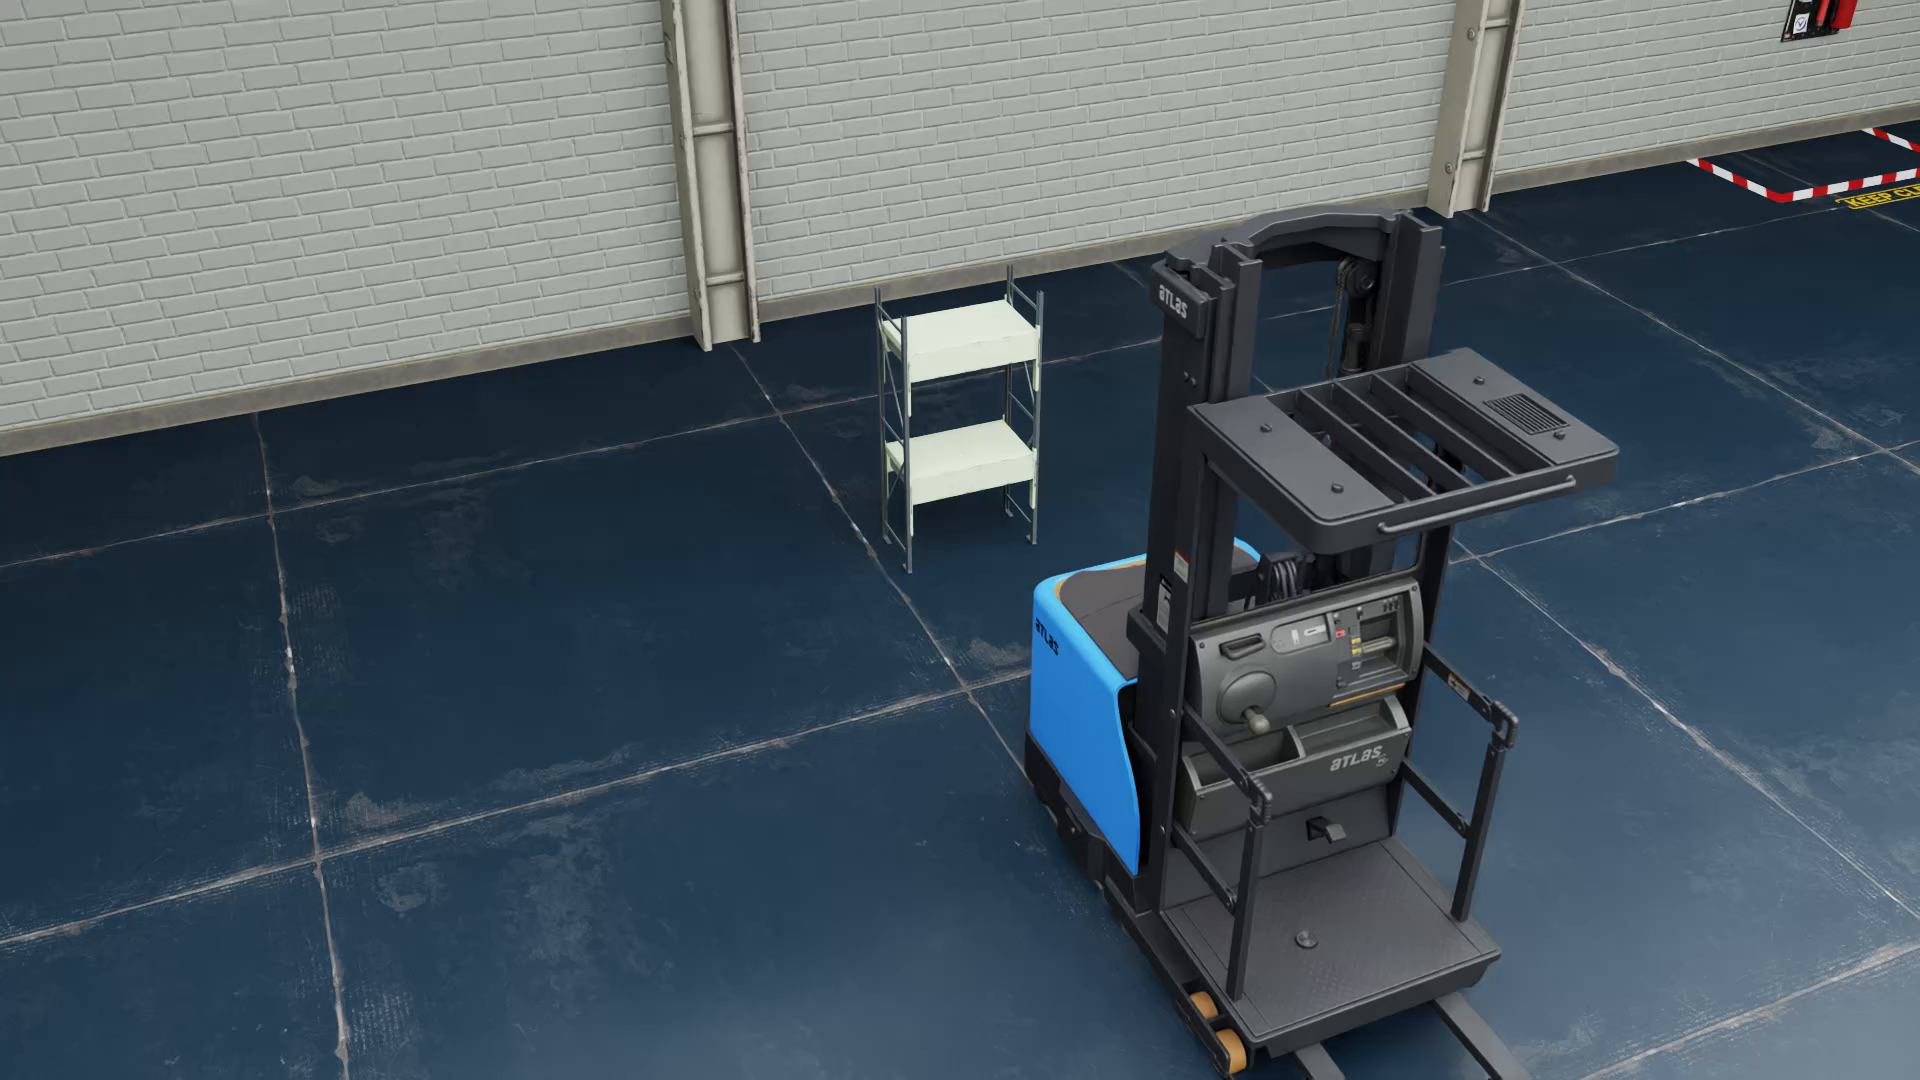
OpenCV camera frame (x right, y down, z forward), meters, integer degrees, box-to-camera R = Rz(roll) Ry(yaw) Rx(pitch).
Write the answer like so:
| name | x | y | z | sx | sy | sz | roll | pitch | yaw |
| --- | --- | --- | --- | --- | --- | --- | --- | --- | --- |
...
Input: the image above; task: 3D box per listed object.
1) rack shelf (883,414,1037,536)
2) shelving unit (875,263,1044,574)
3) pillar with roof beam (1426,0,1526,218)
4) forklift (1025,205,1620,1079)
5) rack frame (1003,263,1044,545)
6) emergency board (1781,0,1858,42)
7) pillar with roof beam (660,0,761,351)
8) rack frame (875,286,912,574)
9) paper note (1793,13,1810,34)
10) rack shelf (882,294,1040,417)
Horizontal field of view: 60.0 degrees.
| name | x | y | z | sx | sy | sz | roll | pitch | yaw |
| --- | --- | --- | --- | --- | --- | --- | --- | --- | --- |
| rack shelf | -0.006 | -0.354 | 8.935 | 0.720 | 0.370 | 0.431 | -13 | 35 | -19 |
| shelving unit | -0.006 | -0.627 | 8.757 | 0.755 | 1.500 | 0.431 | -13 | 35 | -19 |
| pillar with roof beam | 5.613 | -4.252 | 7.451 | 0.400 | 9.000 | 9.100 | -13 | 35 | -19 |
| forklift | 1.334 | 0.475 | 5.750 | 1.130 | 2.935 | 3.031 | -13 | 35 | -19 |
| rack frame | 0.331 | -0.705 | 8.876 | 0.023 | 1.500 | 0.400 | -13 | 35 | -19 |
| emergency board | 7.185 | -4.666 | 13.589 | 0.643 | 1.169 | 0.194 | -13 | 35 | -19 |
| pillar with roof beam | 0.081 | -2.985 | 5.504 | 0.400 | 9.000 | 9.100 | -13 | 35 | -19 |
| rack frame | -0.344 | -0.550 | 8.638 | 0.023 | 1.500 | 0.400 | -13 | 35 | -19 |
| paper note | 6.996 | -4.294 | 13.825 | 0.142 | 0.148 | 0.016 | -13 | 35 | -19 |
| rack shelf | -0.006 | -0.954 | 8.544 | 0.720 | 0.370 | 0.431 | -13 | 35 | -19 |
